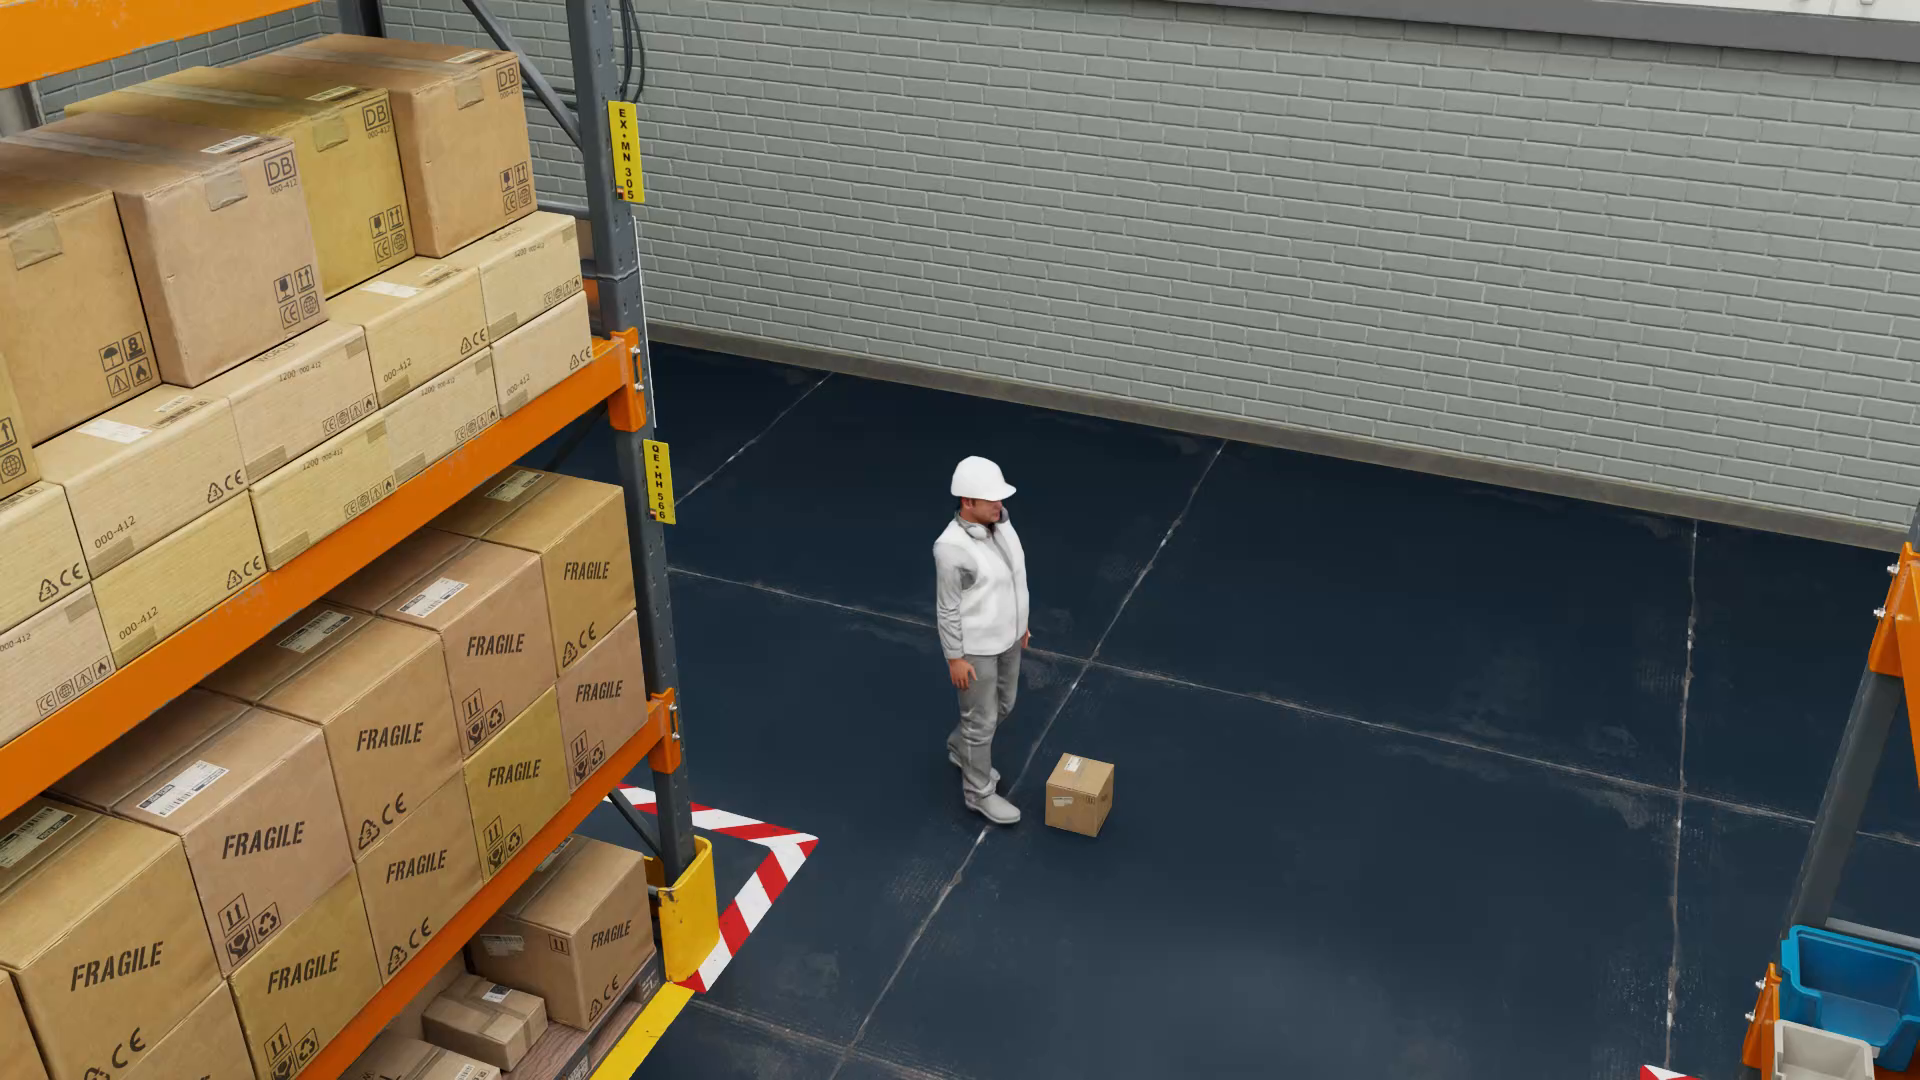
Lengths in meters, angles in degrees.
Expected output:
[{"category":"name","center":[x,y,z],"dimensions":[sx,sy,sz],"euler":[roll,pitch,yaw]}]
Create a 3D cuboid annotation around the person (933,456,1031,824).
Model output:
[{"category":"person","center":[0.115,0.440,7.577],"dimensions":[0.533,1.778,0.552],"euler":[17,34,28]}]
